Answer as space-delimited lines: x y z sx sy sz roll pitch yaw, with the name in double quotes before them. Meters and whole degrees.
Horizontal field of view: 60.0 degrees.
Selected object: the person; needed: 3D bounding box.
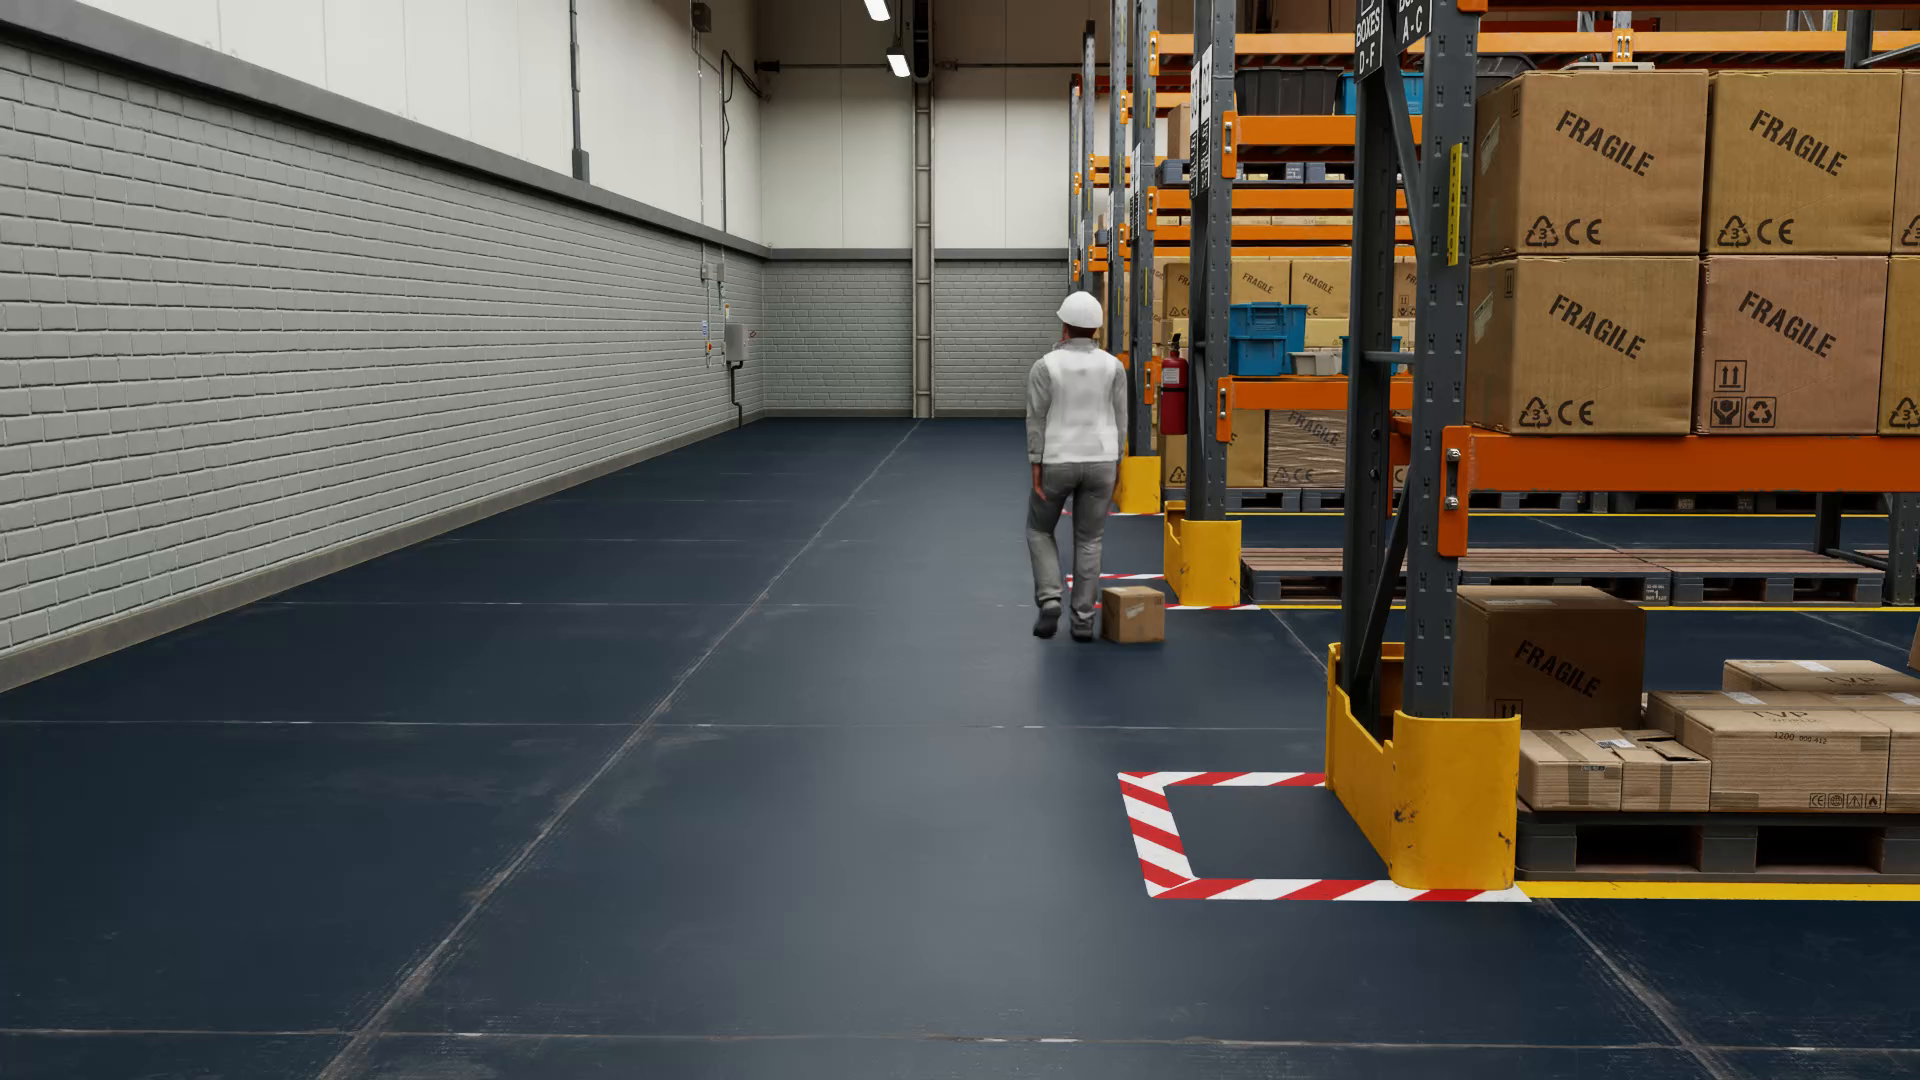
"person" 0.594 -0.373 8.634 0.540 1.812 0.462 -1 7 -5
